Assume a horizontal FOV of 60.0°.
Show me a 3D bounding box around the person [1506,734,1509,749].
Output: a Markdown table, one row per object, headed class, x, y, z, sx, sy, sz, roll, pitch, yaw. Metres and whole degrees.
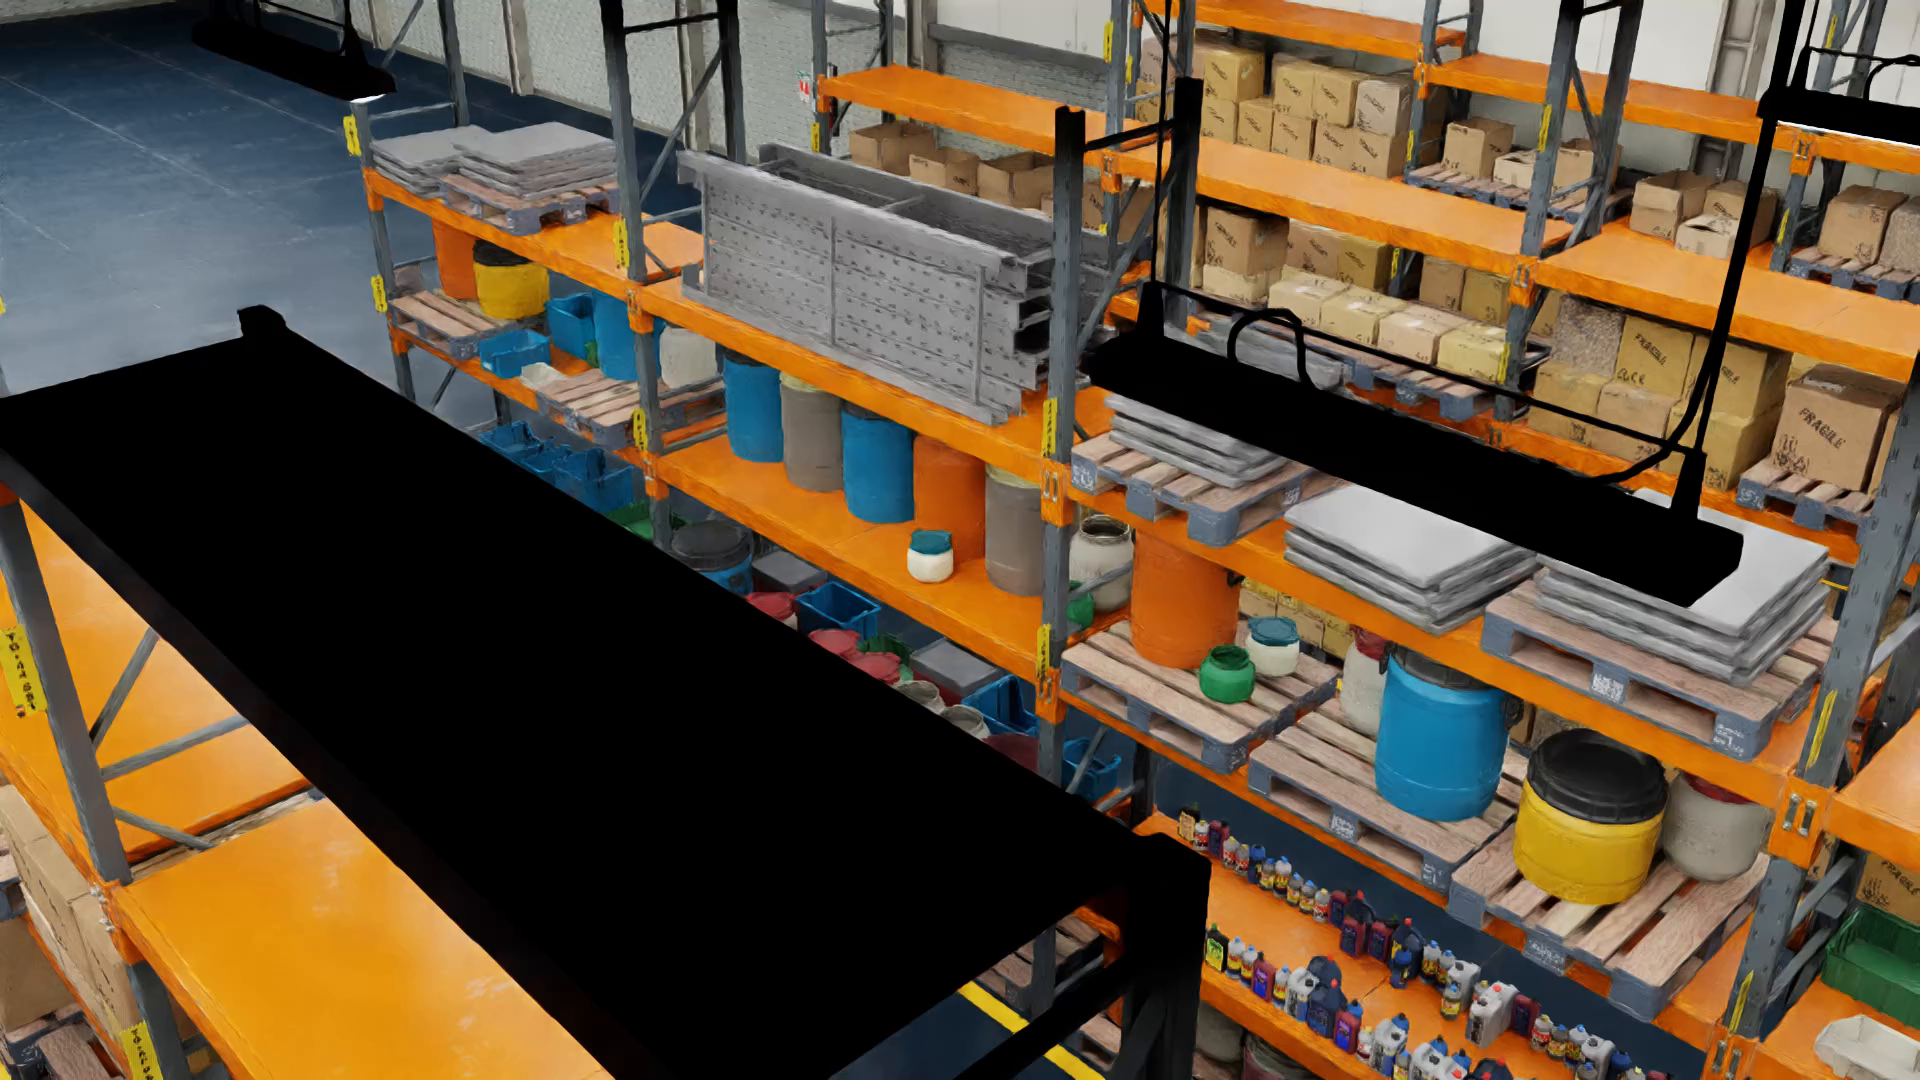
| class | x | y | z | sx | sy | sz | roll | pitch | yaw |
| --- | --- | --- | --- | --- | --- | --- | --- | --- | --- |
| person | 3.864 | 1.493 | 12.404 | 0.572 | 1.594 | 0.769 | -20 | 34 | -33 |
